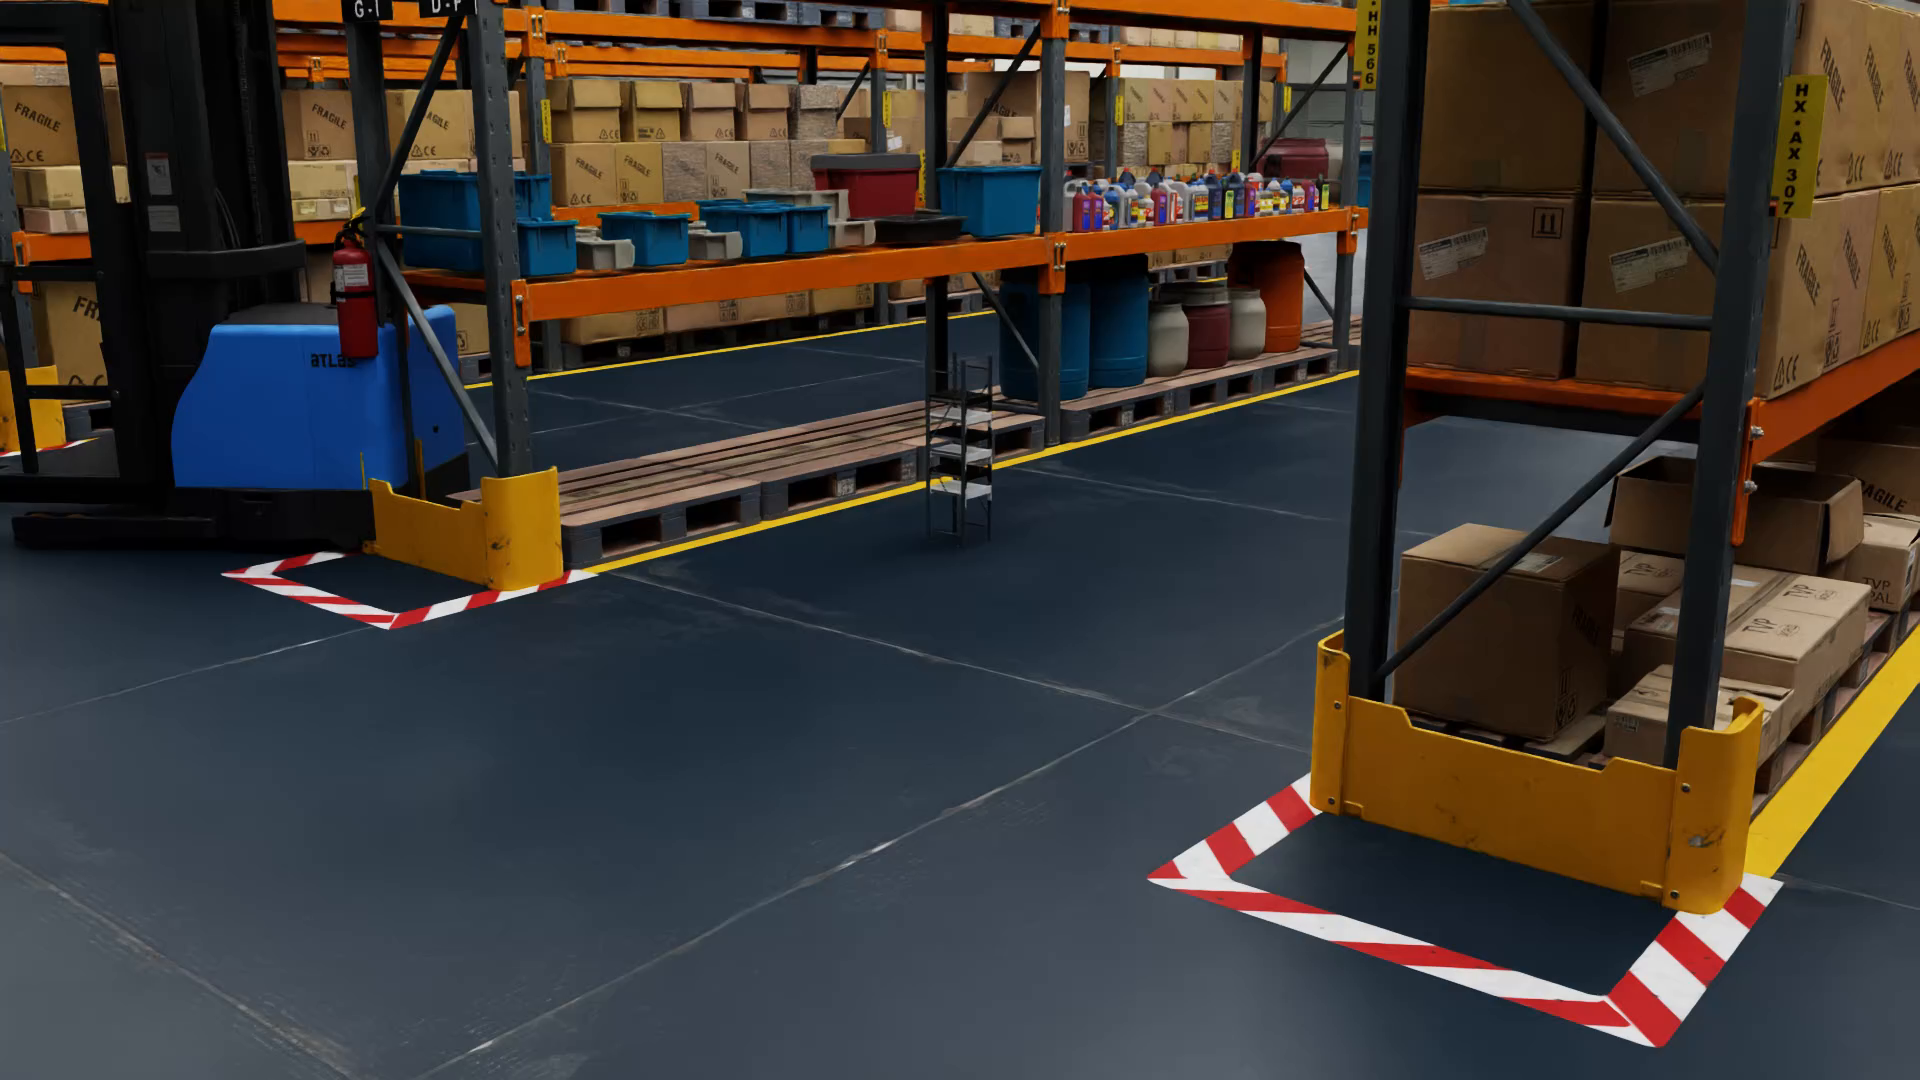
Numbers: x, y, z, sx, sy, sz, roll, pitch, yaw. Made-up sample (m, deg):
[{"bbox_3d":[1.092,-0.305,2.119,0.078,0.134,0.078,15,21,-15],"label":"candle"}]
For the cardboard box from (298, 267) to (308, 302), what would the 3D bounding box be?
[{"bbox_3d":[-5.251,-1.602,11.801,0.875,0.875,0.875,11,18,38],"label":"cardboard box"}]

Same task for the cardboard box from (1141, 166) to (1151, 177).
[{"bbox_3d":[2.051,-4.388,19.816,0.380,0.149,0.250,11,18,38],"label":"cardboard box"}]

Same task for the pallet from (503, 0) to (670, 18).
[{"bbox_3d":[-3.112,-4.430,13.765,0.805,0.209,1.217,10,18,35],"label":"pallet"}]

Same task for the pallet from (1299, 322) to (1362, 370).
[{"bbox_3d":[3.234,-1.676,14.291,1.003,0.211,1.213,11,18,38],"label":"pallet"}]

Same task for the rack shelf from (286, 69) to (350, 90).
[{"bbox_3d":[-11.449,-7.441,26.689,1.077,0.370,4.000,11,18,38],"label":"rack shelf"}]

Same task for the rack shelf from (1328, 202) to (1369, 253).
[{"bbox_3d":[3.974,-2.919,14.984,1.077,0.370,4.000,11,18,38],"label":"rack shelf"}]

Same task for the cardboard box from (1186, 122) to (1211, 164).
[{"bbox_3d":[2.634,-4.978,20.818,0.875,0.500,0.500,11,18,38],"label":"cardboard box"}]

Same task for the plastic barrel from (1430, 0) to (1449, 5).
[{"bbox_3d":[3.813,-4.796,13.945,0.600,0.830,0.708,11,18,38],"label":"plastic barrel"}]

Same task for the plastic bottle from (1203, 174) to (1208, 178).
[{"bbox_3d":[1.903,-2.704,12.925,0.152,0.276,0.135,11,18,38],"label":"plastic bottle"}]

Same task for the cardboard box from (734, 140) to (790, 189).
[{"bbox_3d":[-1.895,-3.373,15.104,0.500,0.500,0.500,11,18,36],"label":"cardboard box"}]

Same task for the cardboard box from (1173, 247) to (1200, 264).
[{"bbox_3d":[2.730,-3.822,21.299,0.500,0.500,0.500,14,20,43],"label":"cardboard box"}]

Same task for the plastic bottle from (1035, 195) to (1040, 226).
[{"bbox_3d":[0.538,-2.203,11.104,0.097,0.201,0.097,0,14,0],"label":"plastic bottle"}]

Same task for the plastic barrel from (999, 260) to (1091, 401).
[{"bbox_3d":[0.558,-1.407,10.979,0.600,0.901,0.708,11,18,38],"label":"plastic barrel"}]

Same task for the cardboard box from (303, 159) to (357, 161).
[{"bbox_3d":[-4.786,-2.713,12.411,0.500,0.250,0.500,12,18,39],"label":"cardboard box"}]

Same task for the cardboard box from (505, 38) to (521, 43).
[{"bbox_3d":[-5.091,-5.792,18.536,0.500,0.500,0.500,11,18,38],"label":"cardboard box"}]

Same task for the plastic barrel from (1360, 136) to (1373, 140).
[{"bbox_3d":[3.726,-3.344,14.920,0.433,0.535,0.433,0,14,0],"label":"plastic barrel"}]

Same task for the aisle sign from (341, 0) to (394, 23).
[{"bbox_3d":[-2.584,-2.645,7.161,0.394,0.787,0.004,11,18,38],"label":"aisle sign"}]

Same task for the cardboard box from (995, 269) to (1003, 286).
[{"bbox_3d":[0.310,-3.109,18.454,0.700,0.500,0.500,9,17,33],"label":"cardboard box"}]

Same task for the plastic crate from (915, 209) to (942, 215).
[{"bbox_3d":[-0.201,-1.953,10.134,0.396,0.136,0.243,11,18,38],"label":"plastic crate"}]

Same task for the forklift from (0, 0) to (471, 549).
[{"bbox_3d":[-4.115,-1.507,8.100,3.031,2.935,1.130,1,14,5],"label":"forklift"}]

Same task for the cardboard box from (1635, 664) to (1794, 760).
[{"bbox_3d":[2.227,0.499,4.926,0.380,0.166,0.250,11,18,38],"label":"cardboard box"}]

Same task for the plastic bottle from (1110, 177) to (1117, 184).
[{"bbox_3d":[1.086,-2.476,12.015,0.061,0.283,0.133,11,18,38],"label":"plastic bottle"}]

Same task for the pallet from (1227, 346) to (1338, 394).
[{"bbox_3d":[2.254,-1.376,13.111,1.003,0.211,1.213,11,18,38],"label":"pallet"}]

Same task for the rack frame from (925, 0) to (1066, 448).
[{"bbox_3d":[0.203,-2.119,10.372,1.000,3.000,0.127,11,18,38],"label":"rack frame"}]

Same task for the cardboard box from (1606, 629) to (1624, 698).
[{"bbox_3d":[2.014,0.368,5.442,0.380,0.166,0.250,11,18,38],"label":"cardboard box"}]

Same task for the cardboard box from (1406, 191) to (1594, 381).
[{"bbox_3d":[1.609,-0.762,4.828,0.500,0.500,0.500,12,19,39],"label":"cardboard box"}]

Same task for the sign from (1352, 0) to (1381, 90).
[{"bbox_3d":[1.120,-1.390,4.508,0.100,0.325,0.005,11,18,38],"label":"sign"}]

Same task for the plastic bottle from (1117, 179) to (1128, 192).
[{"bbox_3d":[1.159,-2.462,11.982,0.097,0.271,0.097,0,14,0],"label":"plastic bottle"}]

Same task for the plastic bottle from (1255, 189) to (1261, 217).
[{"bbox_3d":[2.135,-2.451,12.084,0.097,0.201,0.097,0,14,0],"label":"plastic bottle"}]

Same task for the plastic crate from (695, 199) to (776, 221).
[{"bbox_3d":[-1.220,-1.734,9.074,0.416,0.233,0.300,11,18,38],"label":"plastic crate"}]

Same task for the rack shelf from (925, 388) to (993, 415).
[{"bbox_3d":[-0.005,-0.664,7.948,0.258,0.077,0.200,11,18,38],"label":"rack shelf"}]

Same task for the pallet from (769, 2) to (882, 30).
[{"bbox_3d":[-1.499,-4.882,15.541,1.213,0.211,1.003,12,19,40],"label":"pallet"}]

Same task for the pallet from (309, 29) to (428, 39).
[{"bbox_3d":[-6.323,-5.336,17.325,1.213,0.211,1.003,11,18,38],"label":"pallet"}]

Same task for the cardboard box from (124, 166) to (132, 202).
[{"bbox_3d":[-5.330,-2.342,10.949,0.500,0.250,0.500,11,18,37],"label":"cardboard box"}]

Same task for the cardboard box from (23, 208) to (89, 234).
[{"bbox_3d":[-5.684,-2.015,10.472,0.380,0.149,0.250,12,18,38],"label":"cardboard box"}]

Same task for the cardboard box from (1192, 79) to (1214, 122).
[{"bbox_3d":[2.793,-5.431,20.571,0.500,0.500,0.500,11,18,38],"label":"cardboard box"}]

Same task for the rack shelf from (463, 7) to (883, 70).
[{"bbox_3d":[-2.392,-4.374,14.616,1.077,0.370,4.000,11,18,38],"label":"rack shelf"}]

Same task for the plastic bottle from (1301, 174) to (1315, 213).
[{"bbox_3d":[2.650,-2.641,12.663,0.061,0.283,0.133,11,18,38],"label":"plastic bottle"}]

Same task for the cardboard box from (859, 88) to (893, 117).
[{"bbox_3d":[-1.456,-6.071,23.432,0.875,0.550,0.550,11,18,38],"label":"cardboard box"}]

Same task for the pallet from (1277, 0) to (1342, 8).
[{"bbox_3d":[2.160,-4.116,12.525,1.003,0.211,1.213,11,18,38],"label":"pallet"}]

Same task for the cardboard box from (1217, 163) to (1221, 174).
[{"bbox_3d":[3.101,-4.733,21.174,0.380,0.149,0.250,11,18,38],"label":"cardboard box"}]

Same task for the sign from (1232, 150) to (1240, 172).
[{"bbox_3d":[2.285,-3.048,13.697,0.100,0.325,0.005,11,18,38],"label":"sign"}]

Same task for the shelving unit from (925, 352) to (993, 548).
[{"bbox_3d":[-0.005,-0.435,8.006,0.258,0.900,0.210,11,18,38],"label":"shelving unit"}]

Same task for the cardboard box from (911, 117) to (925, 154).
[{"bbox_3d":[-0.554,-4.136,17.254,0.500,0.500,0.700,-13,19,-41],"label":"cardboard box"}]

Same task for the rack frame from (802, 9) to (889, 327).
[{"bbox_3d":[-1.135,-3.652,16.405,1.000,3.000,0.127,11,18,38],"label":"rack frame"}]

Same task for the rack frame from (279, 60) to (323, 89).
[{"bbox_3d":[-8.843,-5.185,22.442,1.000,3.000,0.127,11,18,38],"label":"rack frame"}]

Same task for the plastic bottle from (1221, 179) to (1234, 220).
[{"bbox_3d":[1.876,-2.405,11.736,0.061,0.283,0.133,11,18,38],"label":"plastic bottle"}]

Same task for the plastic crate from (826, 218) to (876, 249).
[{"bbox_3d":[-0.658,-1.640,8.902,0.293,0.136,0.466,11,18,38],"label":"plastic crate"}]

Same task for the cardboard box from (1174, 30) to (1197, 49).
[{"bbox_3d":[2.510,-6.041,20.023,0.500,0.250,0.500,10,18,35],"label":"cardboard box"}]

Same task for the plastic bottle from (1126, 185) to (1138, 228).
[{"bbox_3d":[1.114,-2.174,10.852,0.097,0.271,0.097,0,14,0],"label":"plastic bottle"}]

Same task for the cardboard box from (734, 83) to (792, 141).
[{"bbox_3d":[-2.019,-3.924,15.238,0.797,0.503,0.637,12,18,39],"label":"cardboard box"}]

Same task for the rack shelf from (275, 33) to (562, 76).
[{"bbox_3d":[-6.187,-5.161,17.714,1.077,0.370,4.000,11,18,38],"label":"rack shelf"}]
